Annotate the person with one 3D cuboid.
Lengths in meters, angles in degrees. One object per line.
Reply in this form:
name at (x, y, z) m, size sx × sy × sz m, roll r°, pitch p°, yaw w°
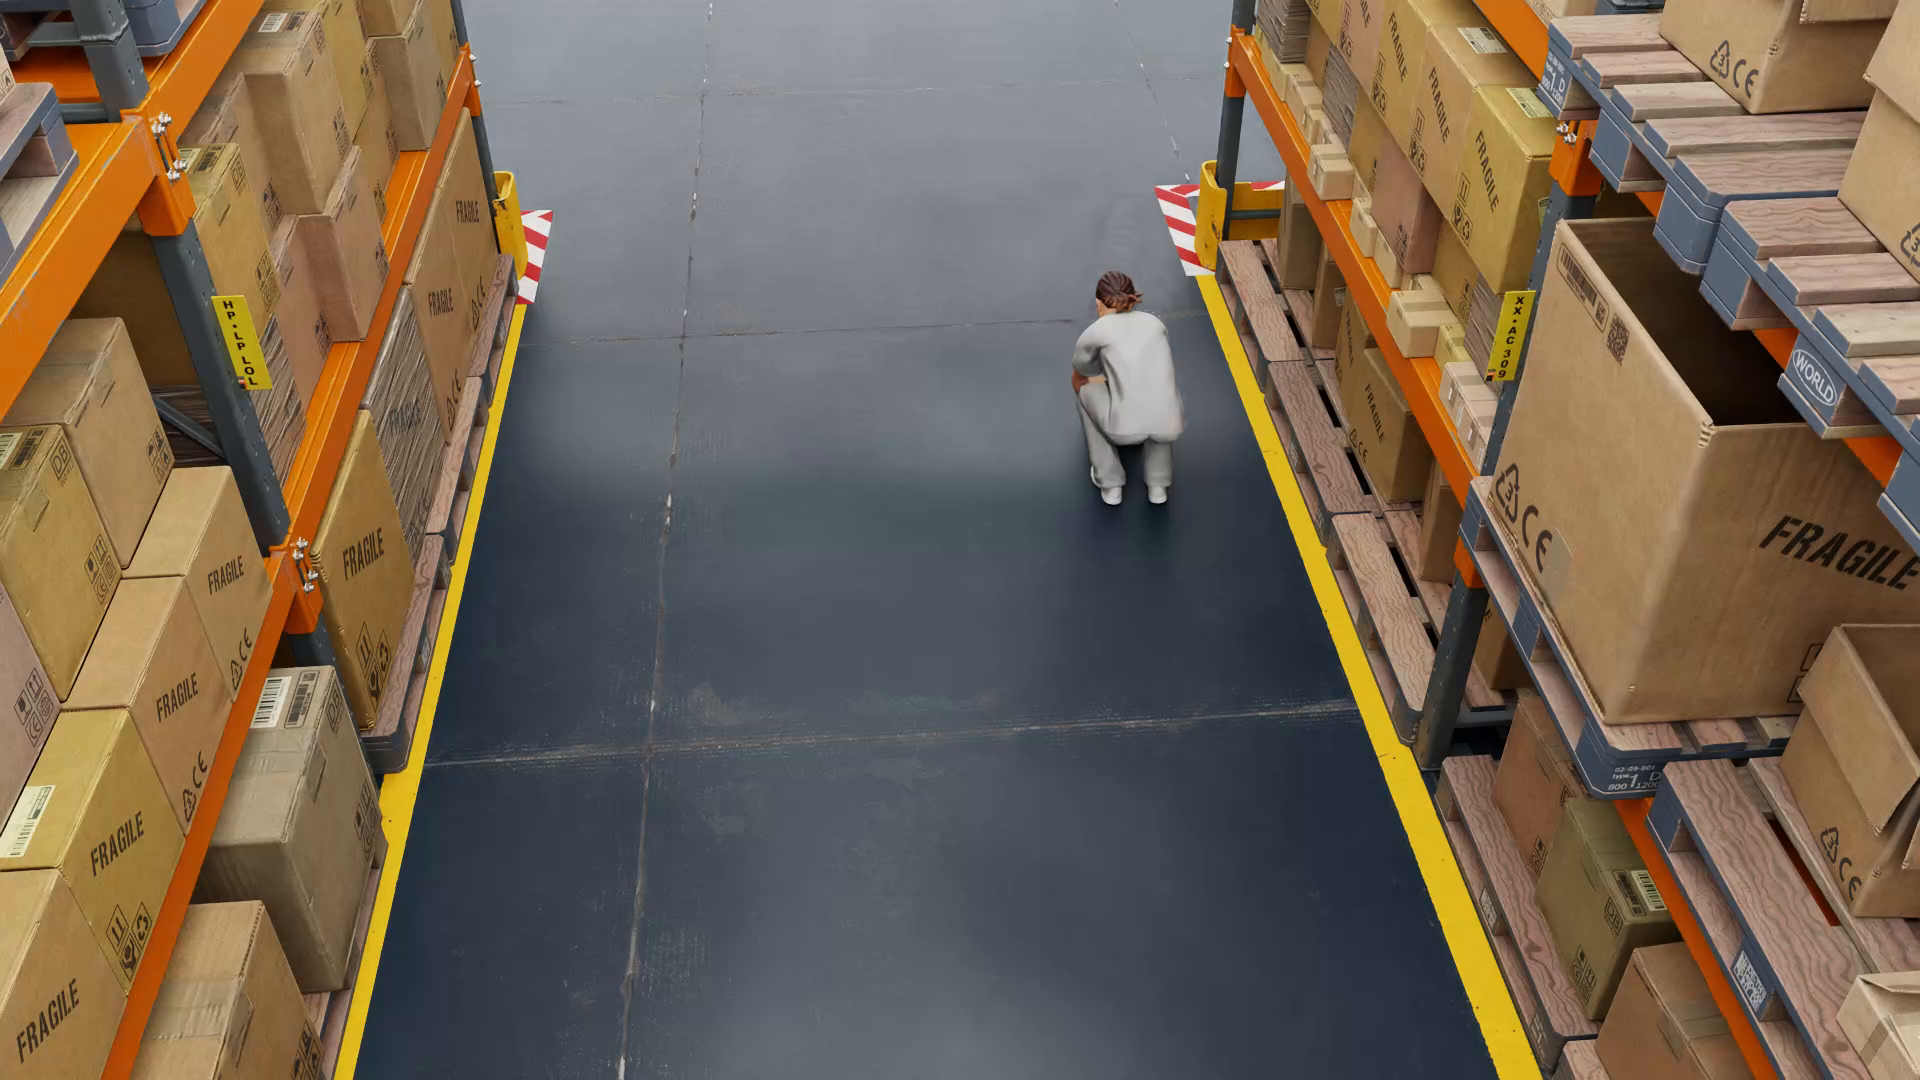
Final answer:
person at (0.768, -0.667, 7.594) m, size 0.481 × 0.892 × 0.798 m, roll -3°, pitch 39°, yaw -4°
